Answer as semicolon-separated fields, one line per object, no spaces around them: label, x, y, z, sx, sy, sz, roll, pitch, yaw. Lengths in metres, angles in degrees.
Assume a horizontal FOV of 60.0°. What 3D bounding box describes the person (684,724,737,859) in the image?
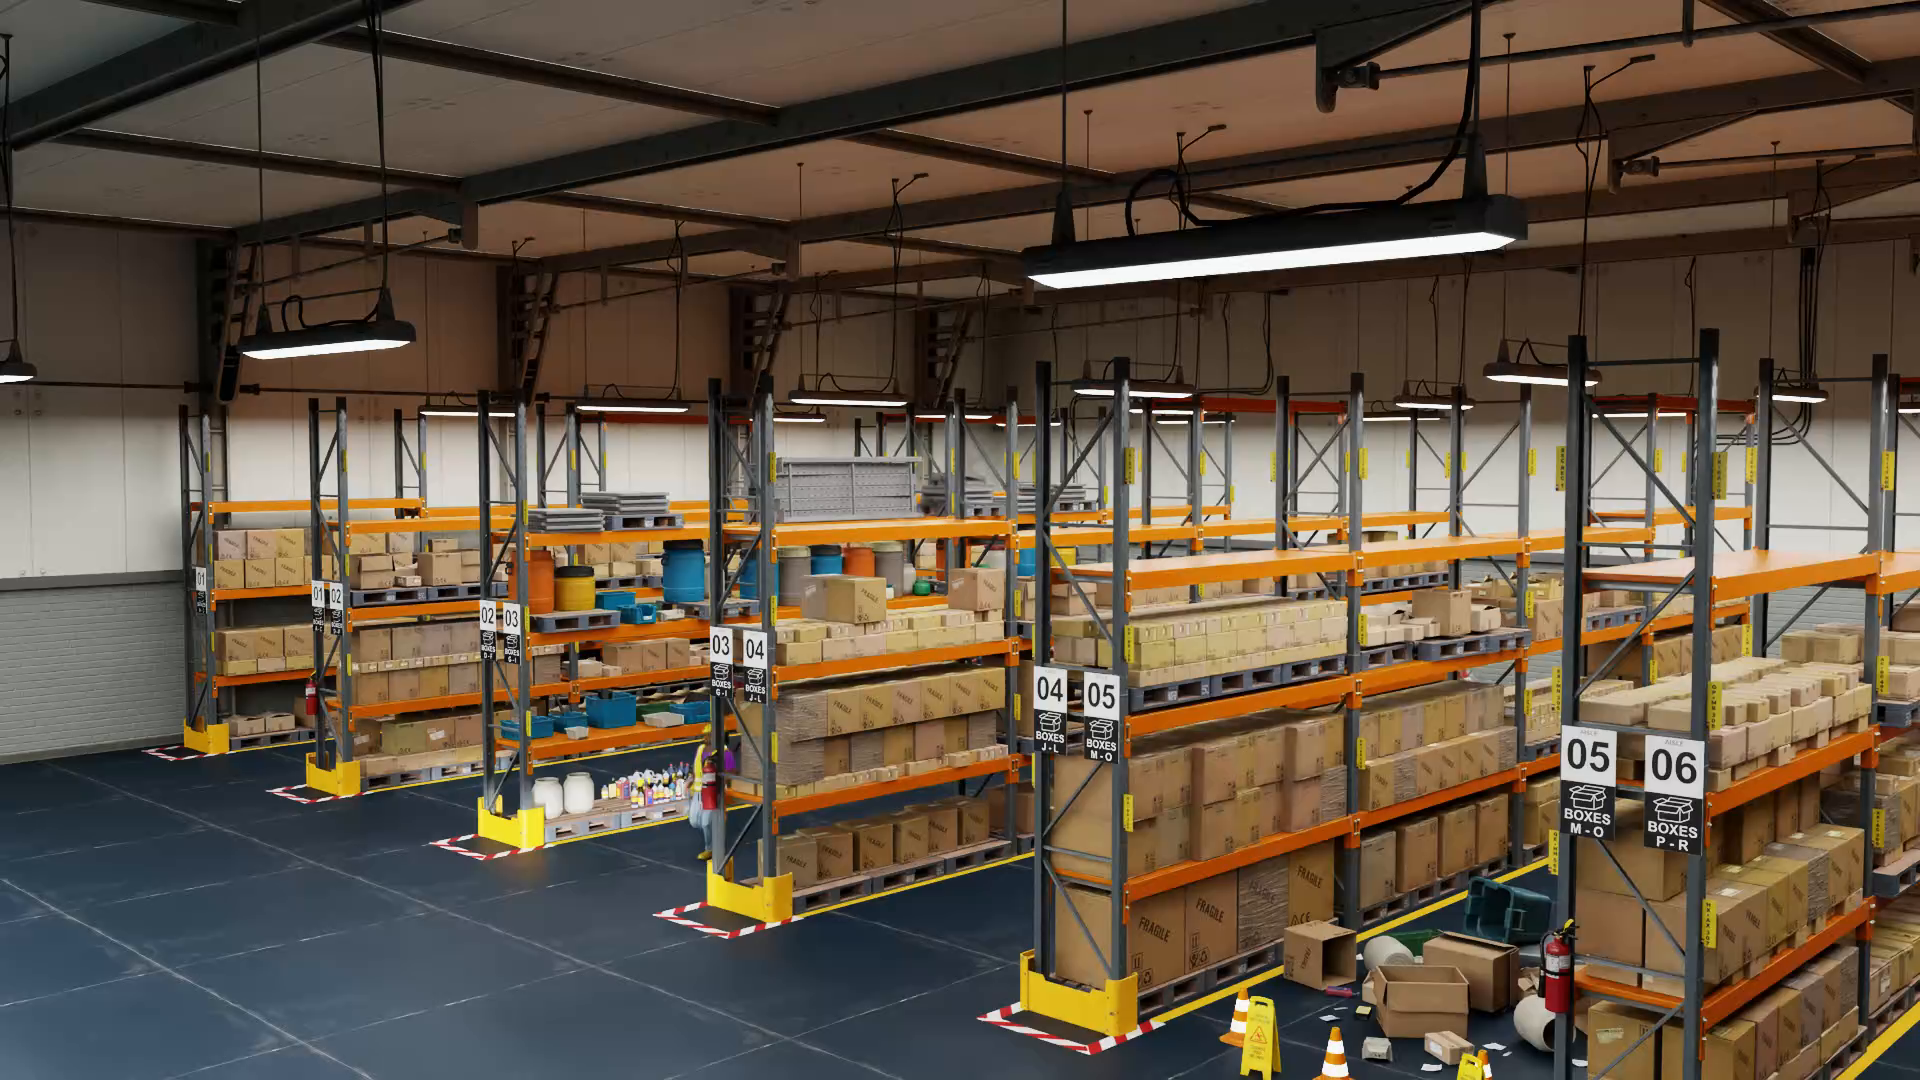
person;-3.178;3.195;21.204;0.717;1.717;0.591;2;3;30

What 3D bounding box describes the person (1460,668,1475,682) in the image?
person;9.312;2.673;31.053;0.687;1.727;0.701;2;3;30
